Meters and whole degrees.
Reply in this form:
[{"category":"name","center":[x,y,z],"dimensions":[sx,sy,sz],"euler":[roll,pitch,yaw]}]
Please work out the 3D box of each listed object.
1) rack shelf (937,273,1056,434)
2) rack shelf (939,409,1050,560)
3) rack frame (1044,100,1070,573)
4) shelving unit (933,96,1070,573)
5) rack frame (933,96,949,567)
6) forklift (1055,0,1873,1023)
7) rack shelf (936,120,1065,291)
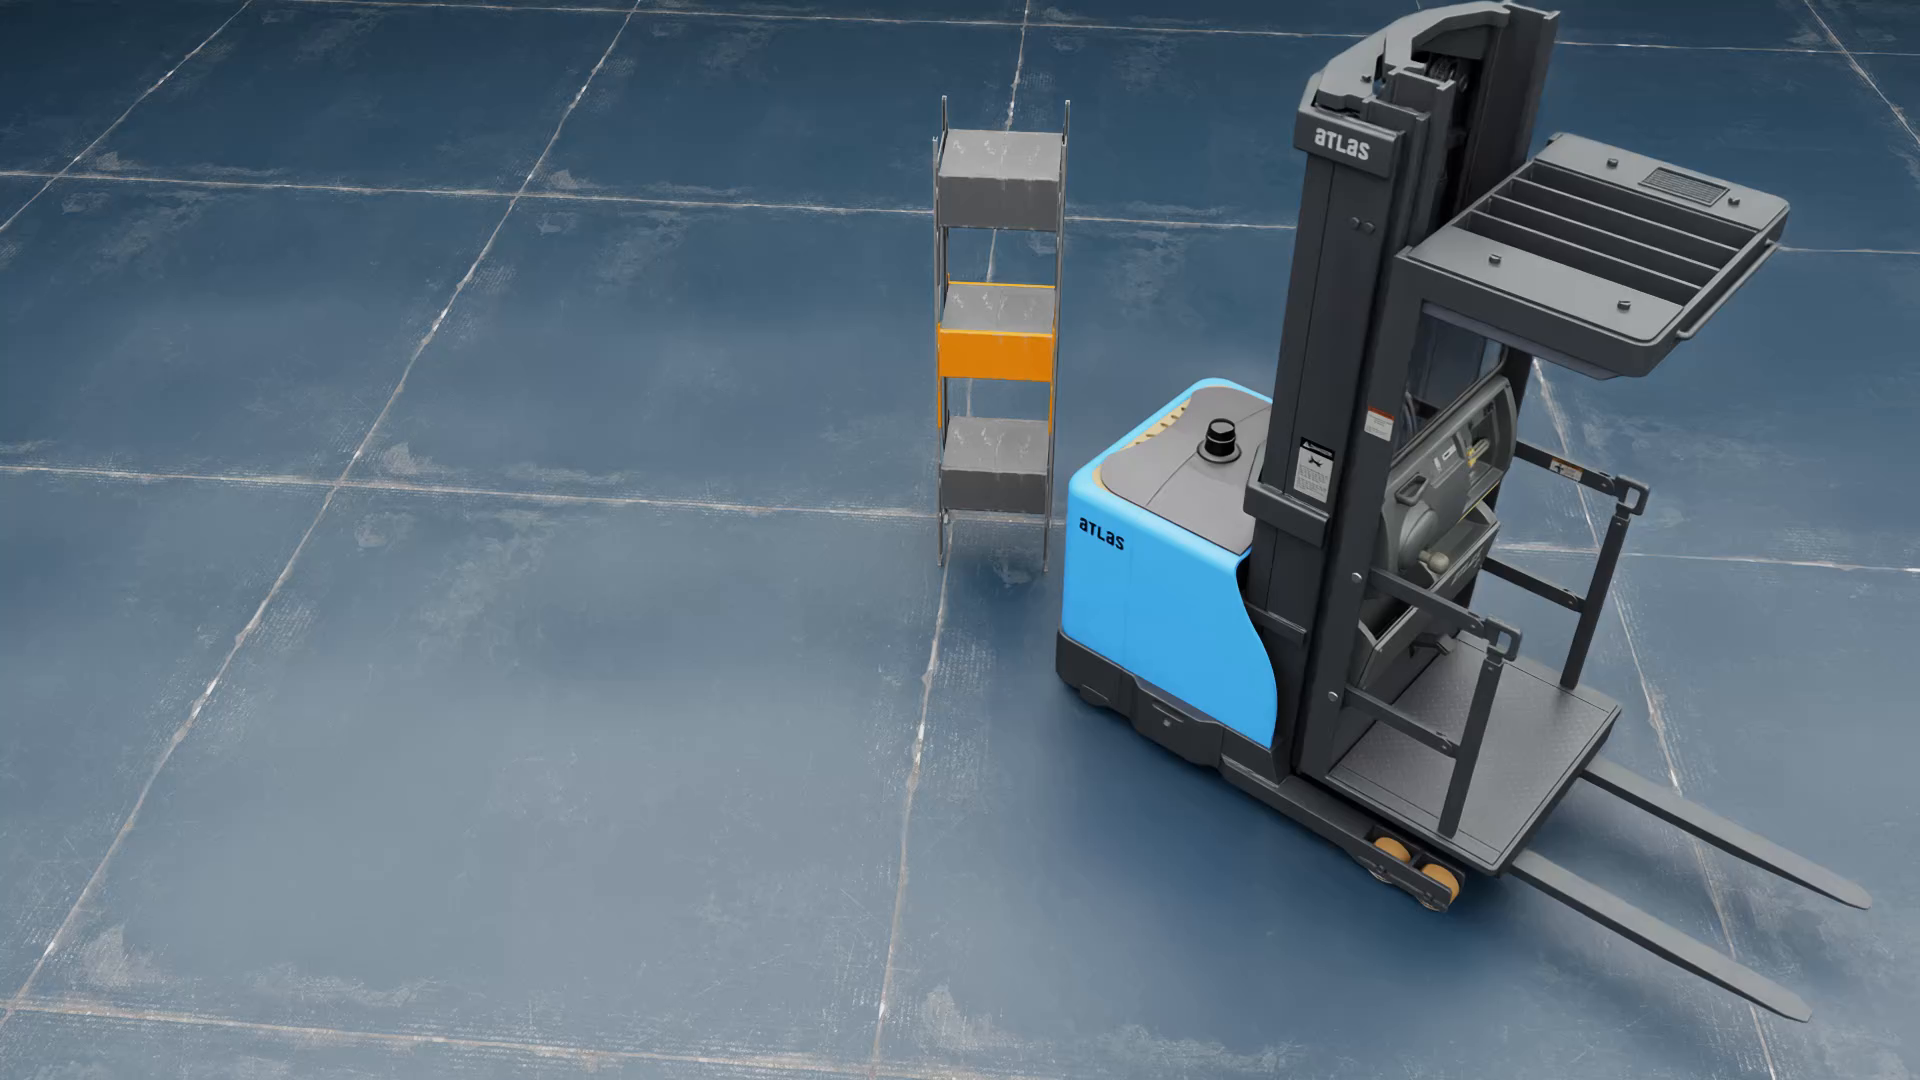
[{"category":"rack shelf","center":[0.165,-0.795,7.085],"dimensions":[0.480,0.518,0.431],"euler":[3,39,4]},{"category":"rack shelf","center":[0.165,-0.252,7.527],"dimensions":[0.480,0.518,0.431],"euler":[3,39,4]},{"category":"rack frame","center":[0.408,-0.792,7.060],"dimensions":[0.015,2.100,0.400],"euler":[3,39,4]},{"category":"shelving unit","center":[0.165,-0.805,7.076],"dimensions":[0.503,2.100,0.431],"euler":[3,39,4]},{"category":"rack frame","center":[-0.078,-0.819,7.092],"dimensions":[0.015,2.100,0.400],"euler":[3,39,4]},{"category":"forklift","center":[1.847,-0.164,5.629],"dimensions":[3.031,2.935,1.130],"euler":[28,47,30]},{"category":"rack shelf","center":[0.165,-1.338,6.643],"dimensions":[0.480,0.518,0.431],"euler":[3,39,4]}]
